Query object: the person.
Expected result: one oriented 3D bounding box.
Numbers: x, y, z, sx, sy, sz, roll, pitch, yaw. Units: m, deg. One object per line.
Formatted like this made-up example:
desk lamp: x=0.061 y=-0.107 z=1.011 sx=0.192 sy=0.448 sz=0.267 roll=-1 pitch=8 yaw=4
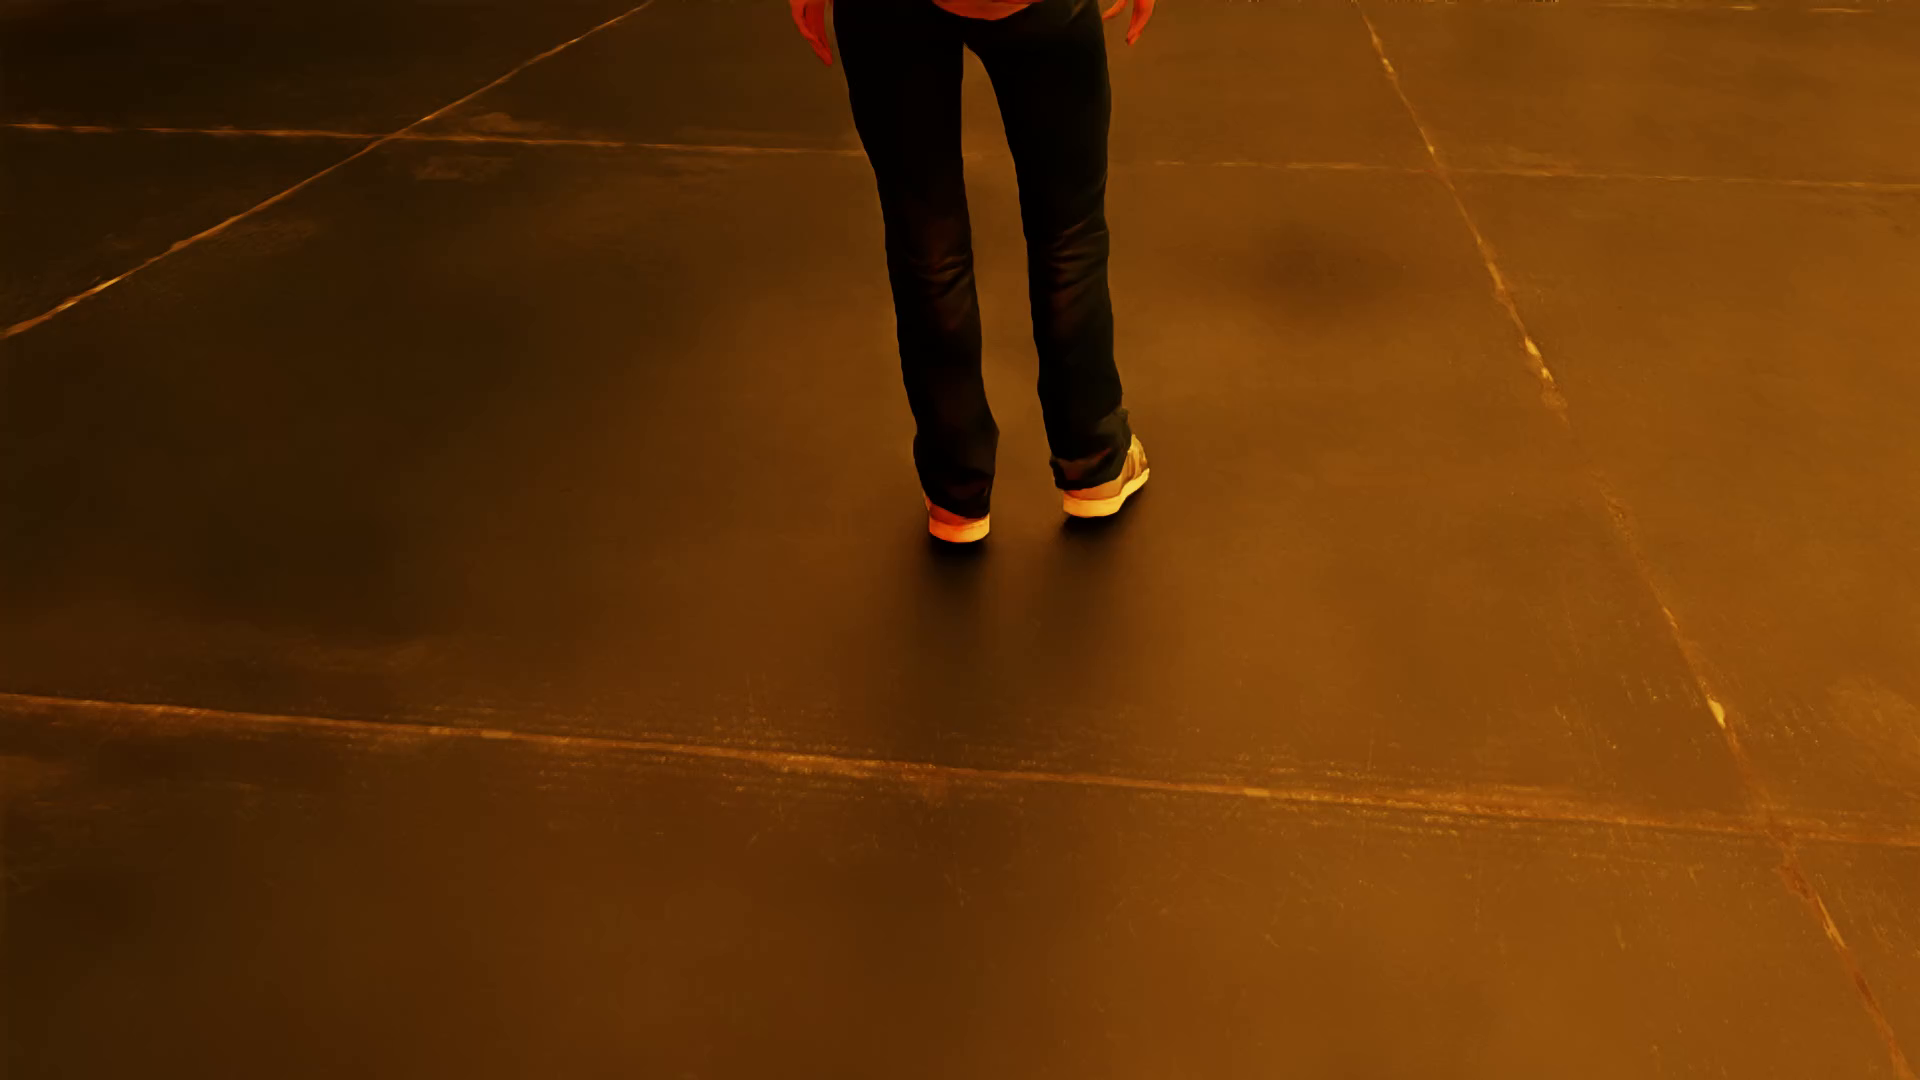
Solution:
person: x=0.023 y=-0.753 z=2.204 sx=0.520 sy=1.597 sz=0.474 roll=3 pitch=27 yaw=7
